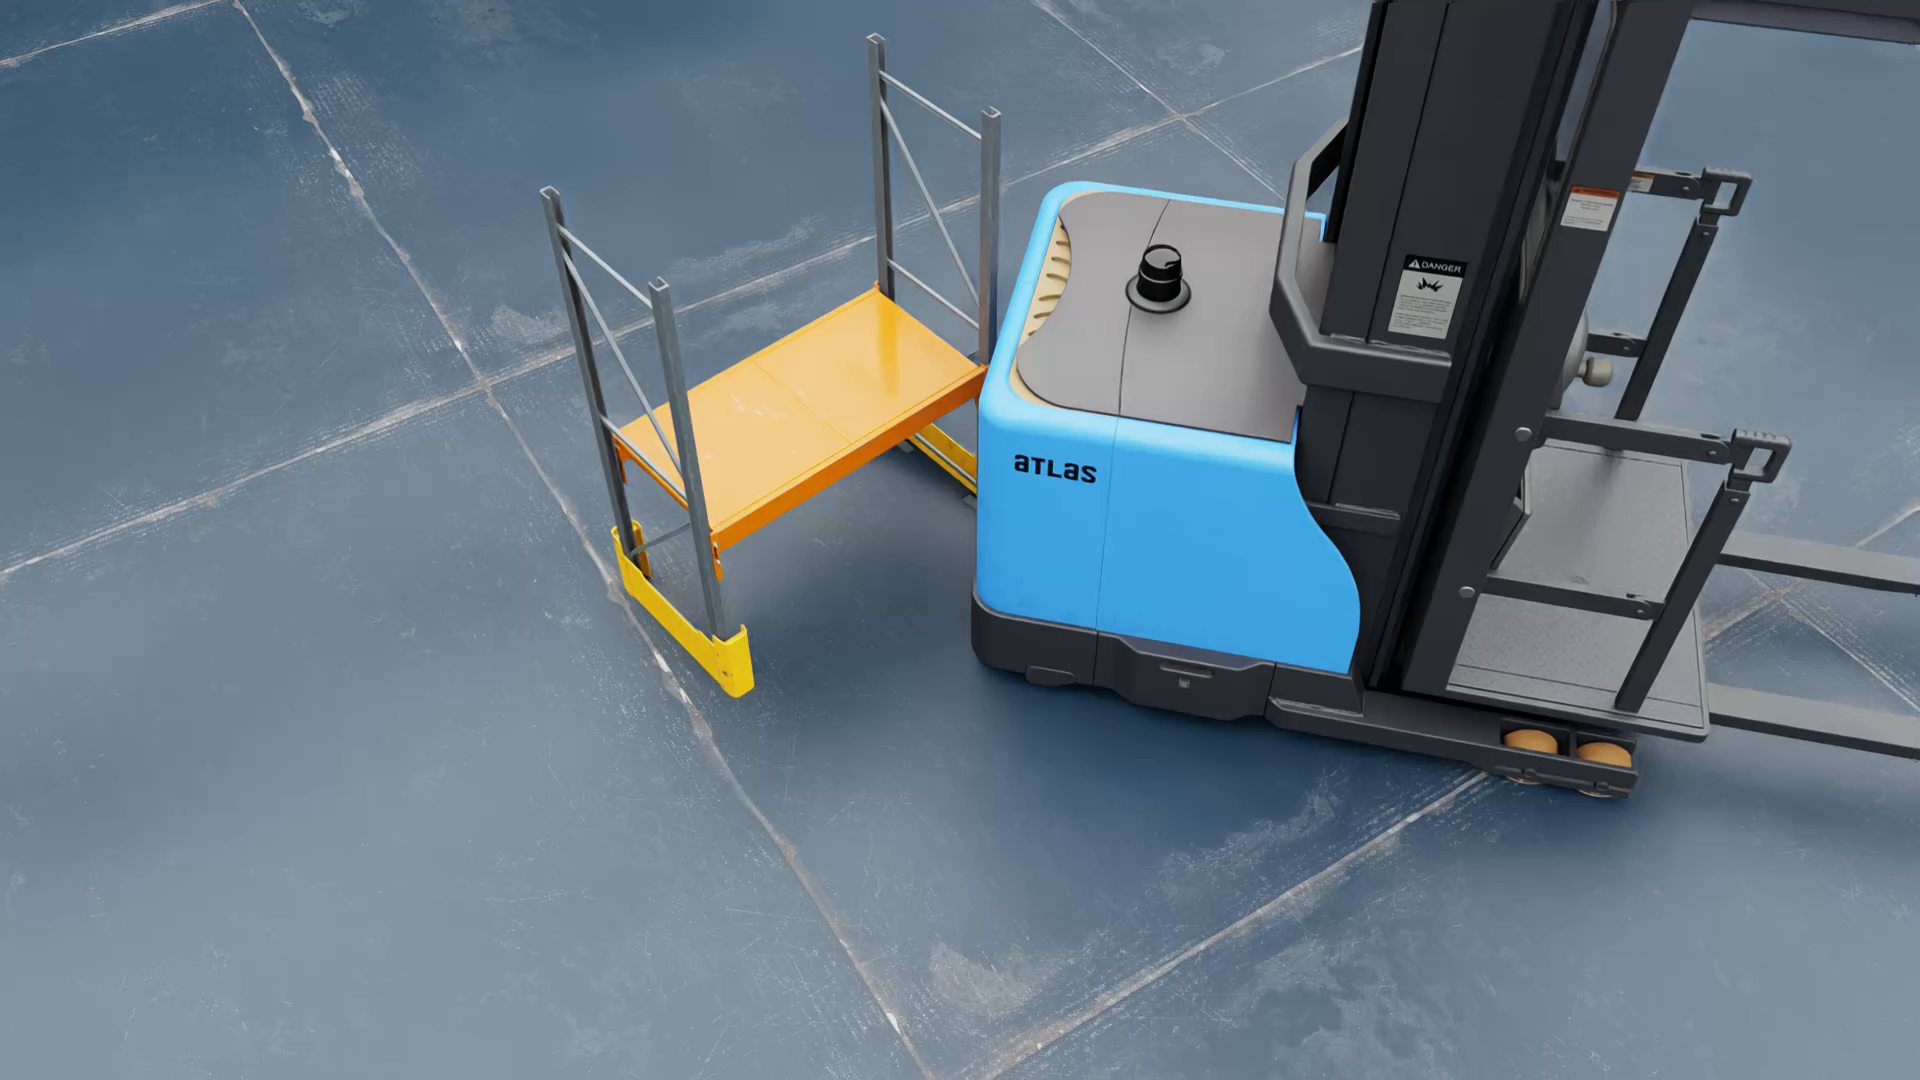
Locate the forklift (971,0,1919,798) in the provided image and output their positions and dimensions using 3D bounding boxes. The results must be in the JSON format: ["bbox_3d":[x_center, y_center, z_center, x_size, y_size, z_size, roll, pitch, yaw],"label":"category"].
[{"bbox_3d":[1.606,-0.700,3.911,3.031,2.935,1.130,10,49,9],"label":"forklift"}]

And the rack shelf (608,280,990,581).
[{"bbox_3d":[-0.453,-0.340,4.790,1.000,0.185,0.538,-34,56,-26],"label":"rack shelf"}]

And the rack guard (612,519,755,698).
[{"bbox_3d":[-0.818,0.198,4.906,0.087,0.250,0.587,-34,56,-26],"label":"rack guard"}]

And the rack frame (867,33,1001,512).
[{"bbox_3d":[-0.072,-0.712,4.879,0.032,1.500,0.500,-34,56,-26],"label":"rack frame"}]

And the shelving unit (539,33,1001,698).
[{"bbox_3d":[-0.446,-0.464,4.659,1.083,1.500,0.587,-34,56,-26],"label":"shelving unit"}]

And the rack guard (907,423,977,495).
[{"bbox_3d":[-0.073,-0.295,5.346,0.087,0.250,0.587,-34,56,-26],"label":"rack guard"}]

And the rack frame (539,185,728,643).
[{"bbox_3d":[-0.833,-0.208,4.431,0.032,1.500,0.500,-34,56,-26],"label":"rack frame"}]
